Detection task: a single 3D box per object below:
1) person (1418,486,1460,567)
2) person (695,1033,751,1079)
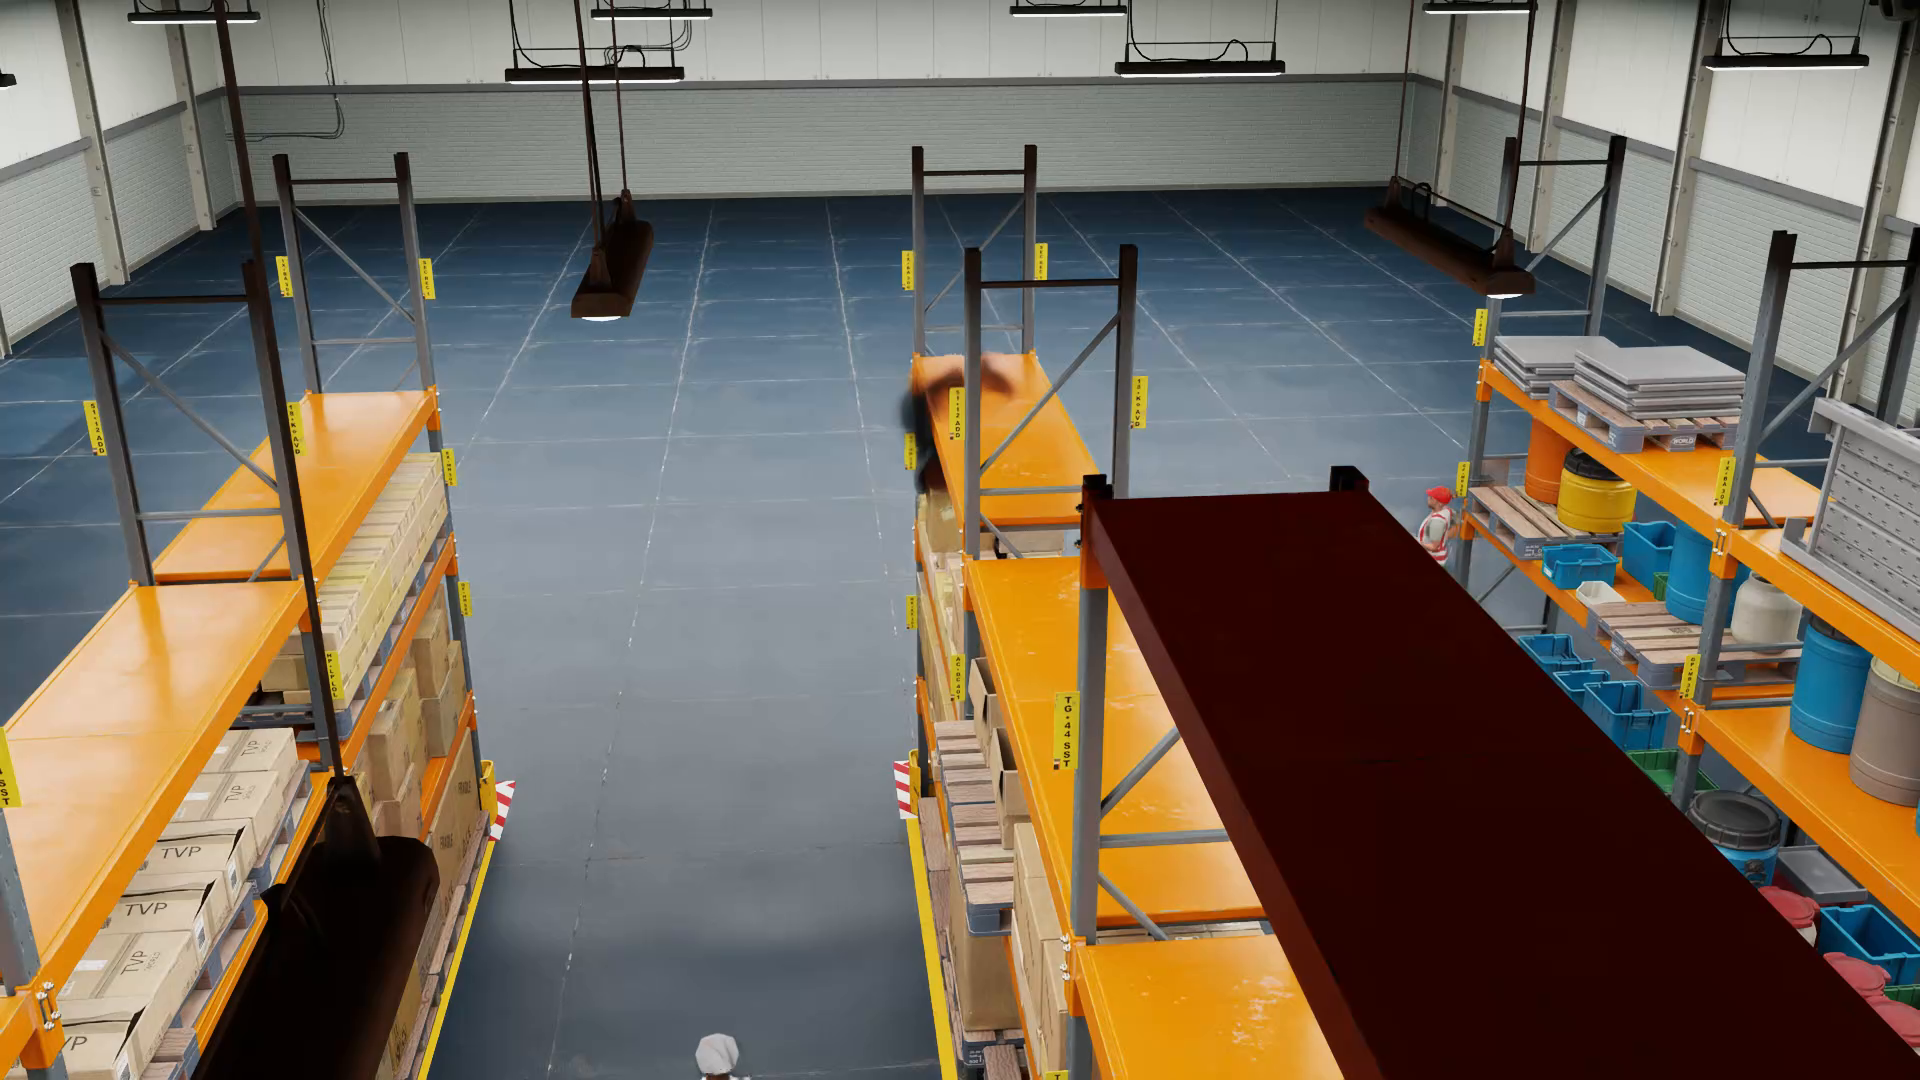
[{"bbox_3d":[5.286,0.247,18.563,0.993,1.796,0.655,7,23,18],"label":"person"},{"bbox_3d":[-1.405,3.757,9.774,0.673,1.850,0.927,-5,22,-12],"label":"person"}]
